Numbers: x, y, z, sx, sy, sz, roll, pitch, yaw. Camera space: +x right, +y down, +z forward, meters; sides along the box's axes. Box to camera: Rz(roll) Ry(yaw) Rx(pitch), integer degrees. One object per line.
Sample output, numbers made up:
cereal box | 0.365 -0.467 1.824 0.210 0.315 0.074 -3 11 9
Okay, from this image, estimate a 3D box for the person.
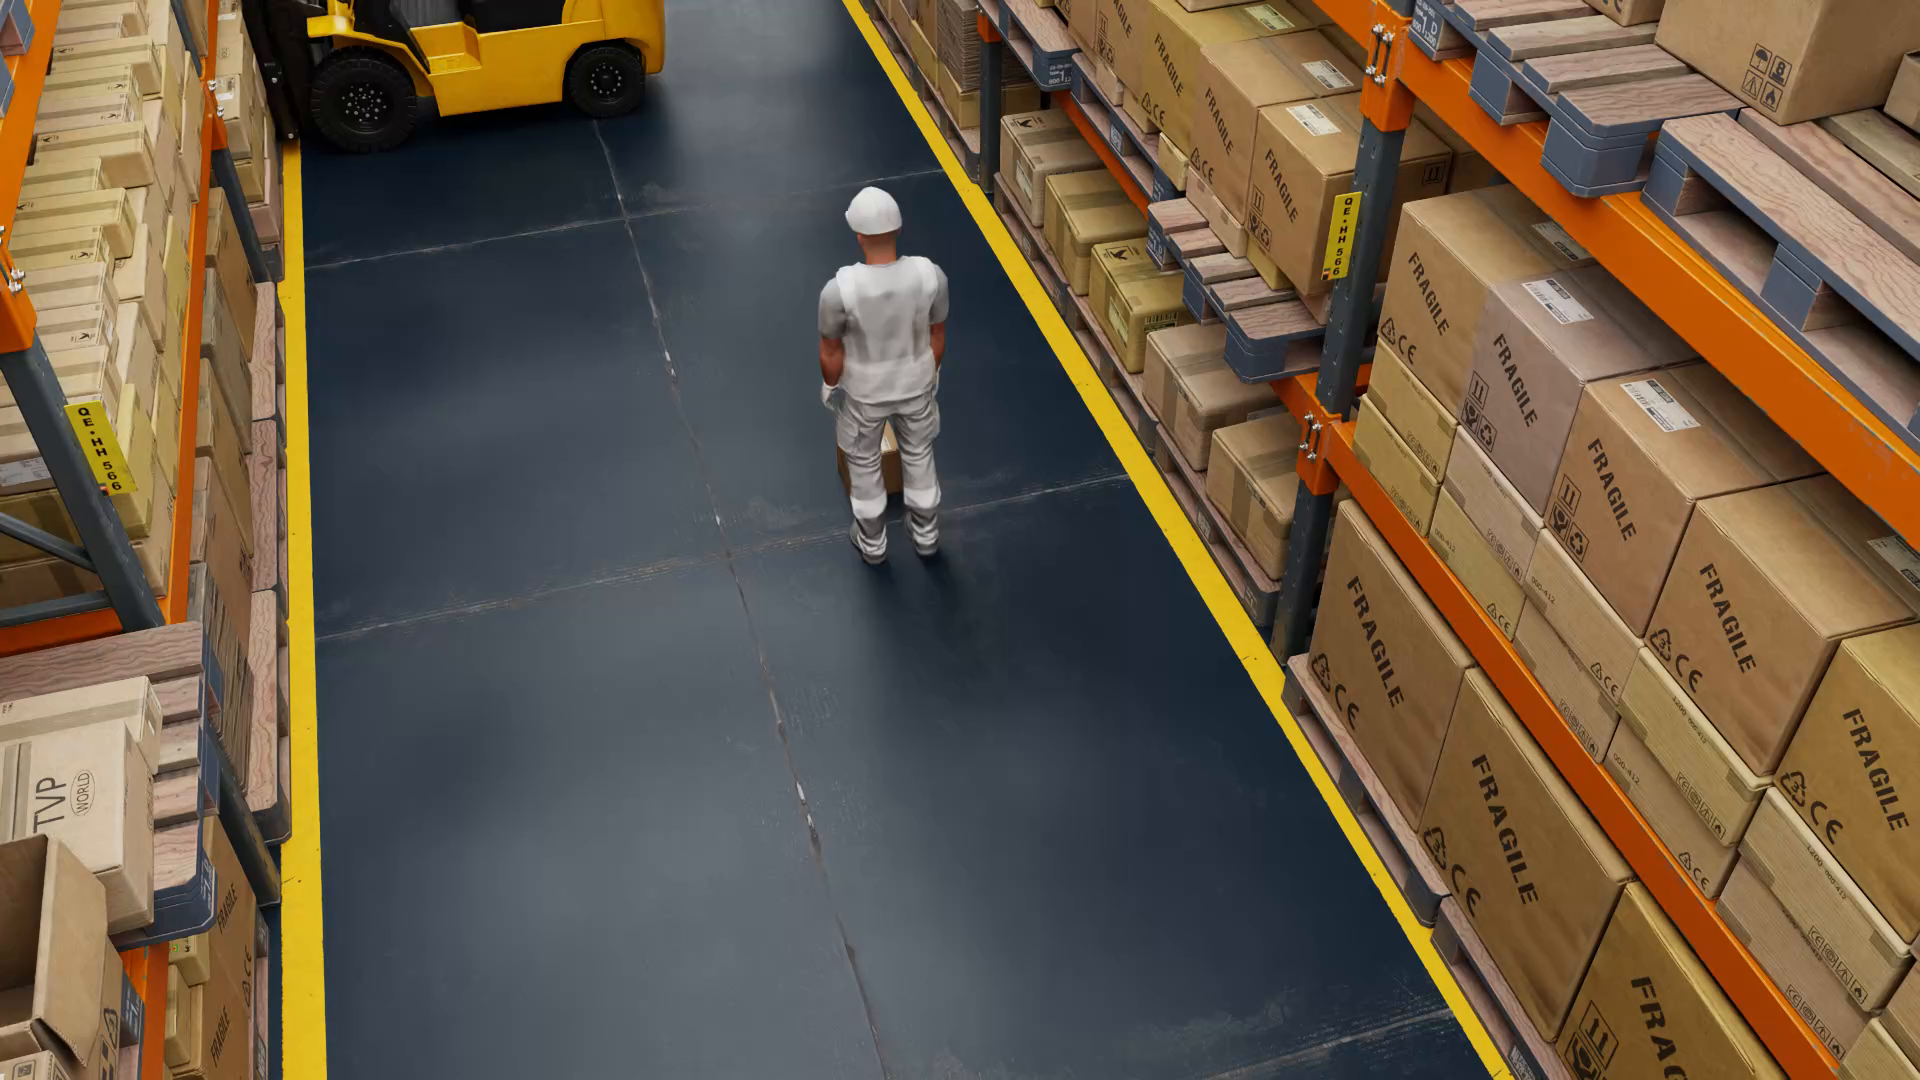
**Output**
person | -0.315 -0.643 6.872 0.528 1.782 0.357 -11 43 -12
